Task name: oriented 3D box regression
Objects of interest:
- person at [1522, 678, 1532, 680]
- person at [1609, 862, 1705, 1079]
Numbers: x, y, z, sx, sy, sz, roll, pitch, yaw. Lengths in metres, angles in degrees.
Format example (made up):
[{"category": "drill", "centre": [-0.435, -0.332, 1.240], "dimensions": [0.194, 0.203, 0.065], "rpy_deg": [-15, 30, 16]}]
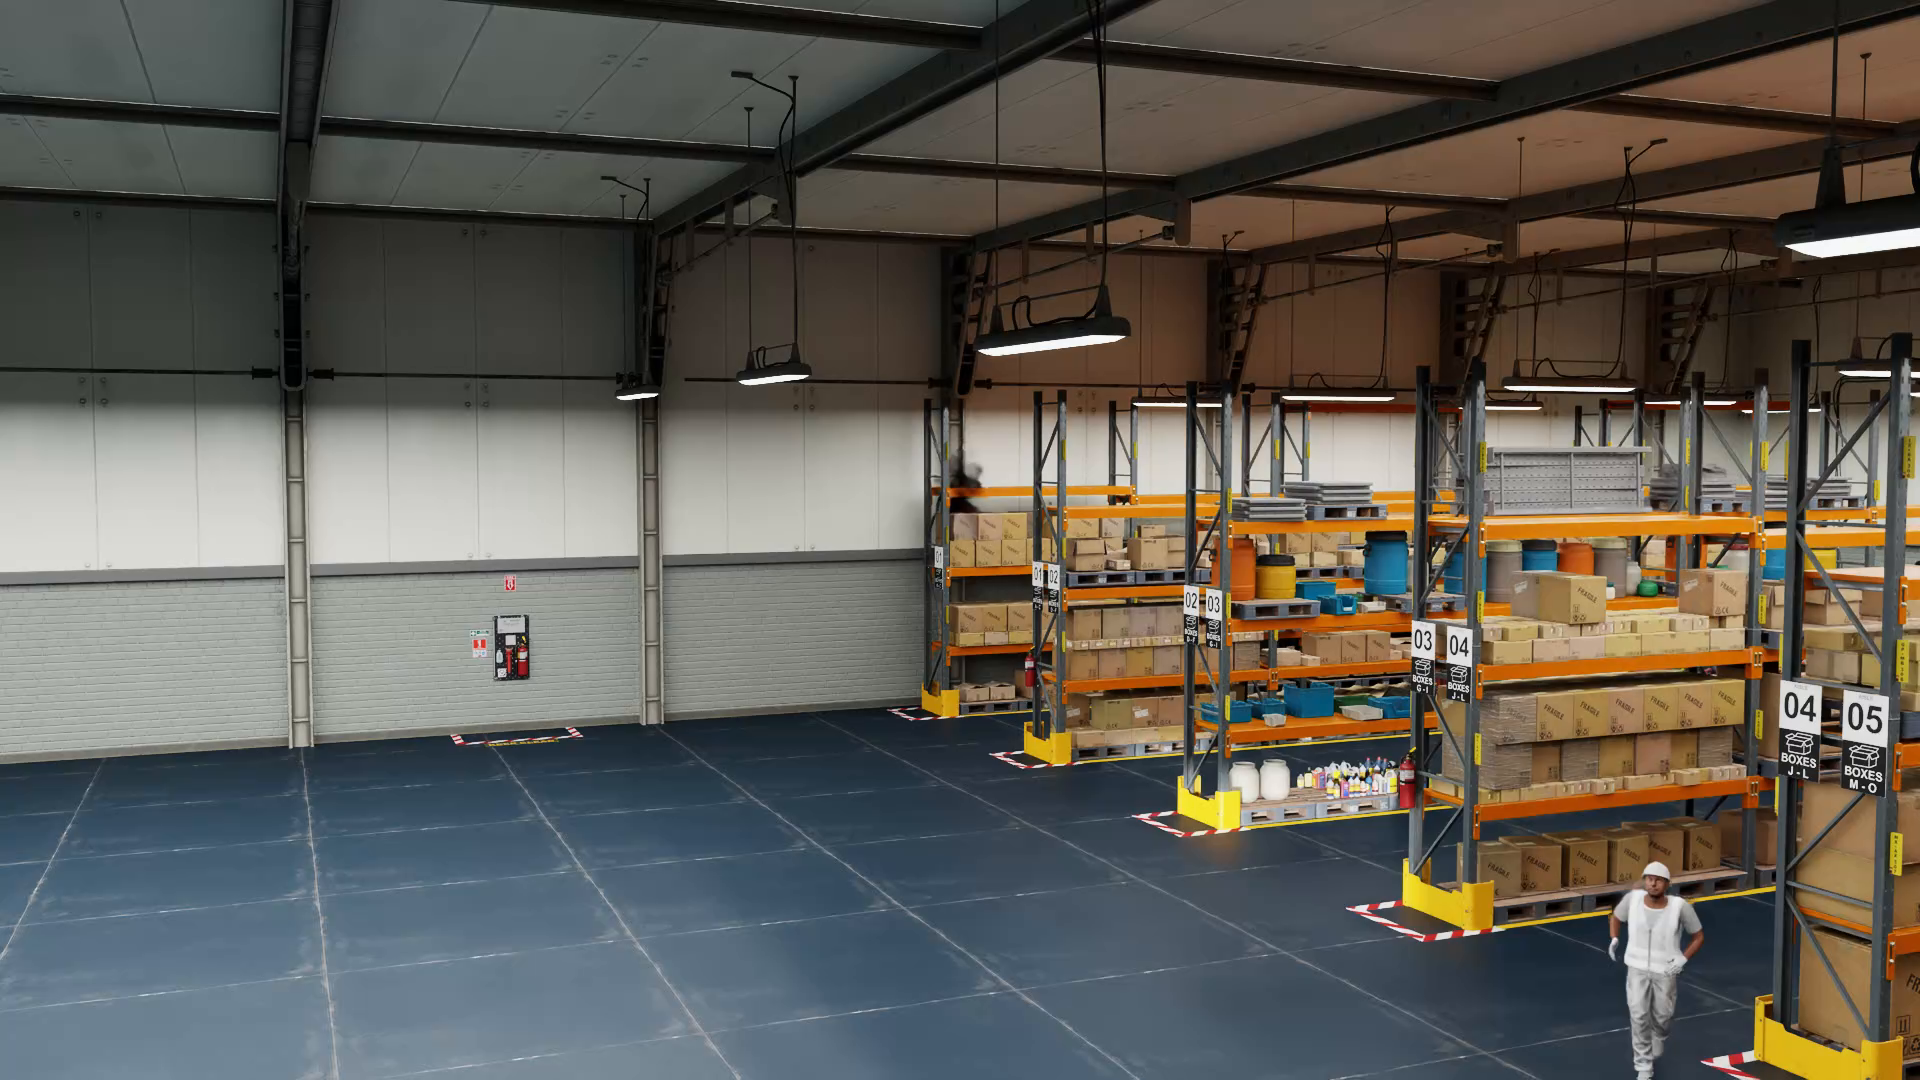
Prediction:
[{"category": "person", "centre": [9.198, 2.734, 27.199], "dimensions": [0.904, 1.624, 0.614], "rpy_deg": [-2, 4, -29]}, {"category": "person", "centre": [5.662, 3.498, 13.558], "dimensions": [0.730, 1.785, 0.755], "rpy_deg": [2, 4, 33]}]
